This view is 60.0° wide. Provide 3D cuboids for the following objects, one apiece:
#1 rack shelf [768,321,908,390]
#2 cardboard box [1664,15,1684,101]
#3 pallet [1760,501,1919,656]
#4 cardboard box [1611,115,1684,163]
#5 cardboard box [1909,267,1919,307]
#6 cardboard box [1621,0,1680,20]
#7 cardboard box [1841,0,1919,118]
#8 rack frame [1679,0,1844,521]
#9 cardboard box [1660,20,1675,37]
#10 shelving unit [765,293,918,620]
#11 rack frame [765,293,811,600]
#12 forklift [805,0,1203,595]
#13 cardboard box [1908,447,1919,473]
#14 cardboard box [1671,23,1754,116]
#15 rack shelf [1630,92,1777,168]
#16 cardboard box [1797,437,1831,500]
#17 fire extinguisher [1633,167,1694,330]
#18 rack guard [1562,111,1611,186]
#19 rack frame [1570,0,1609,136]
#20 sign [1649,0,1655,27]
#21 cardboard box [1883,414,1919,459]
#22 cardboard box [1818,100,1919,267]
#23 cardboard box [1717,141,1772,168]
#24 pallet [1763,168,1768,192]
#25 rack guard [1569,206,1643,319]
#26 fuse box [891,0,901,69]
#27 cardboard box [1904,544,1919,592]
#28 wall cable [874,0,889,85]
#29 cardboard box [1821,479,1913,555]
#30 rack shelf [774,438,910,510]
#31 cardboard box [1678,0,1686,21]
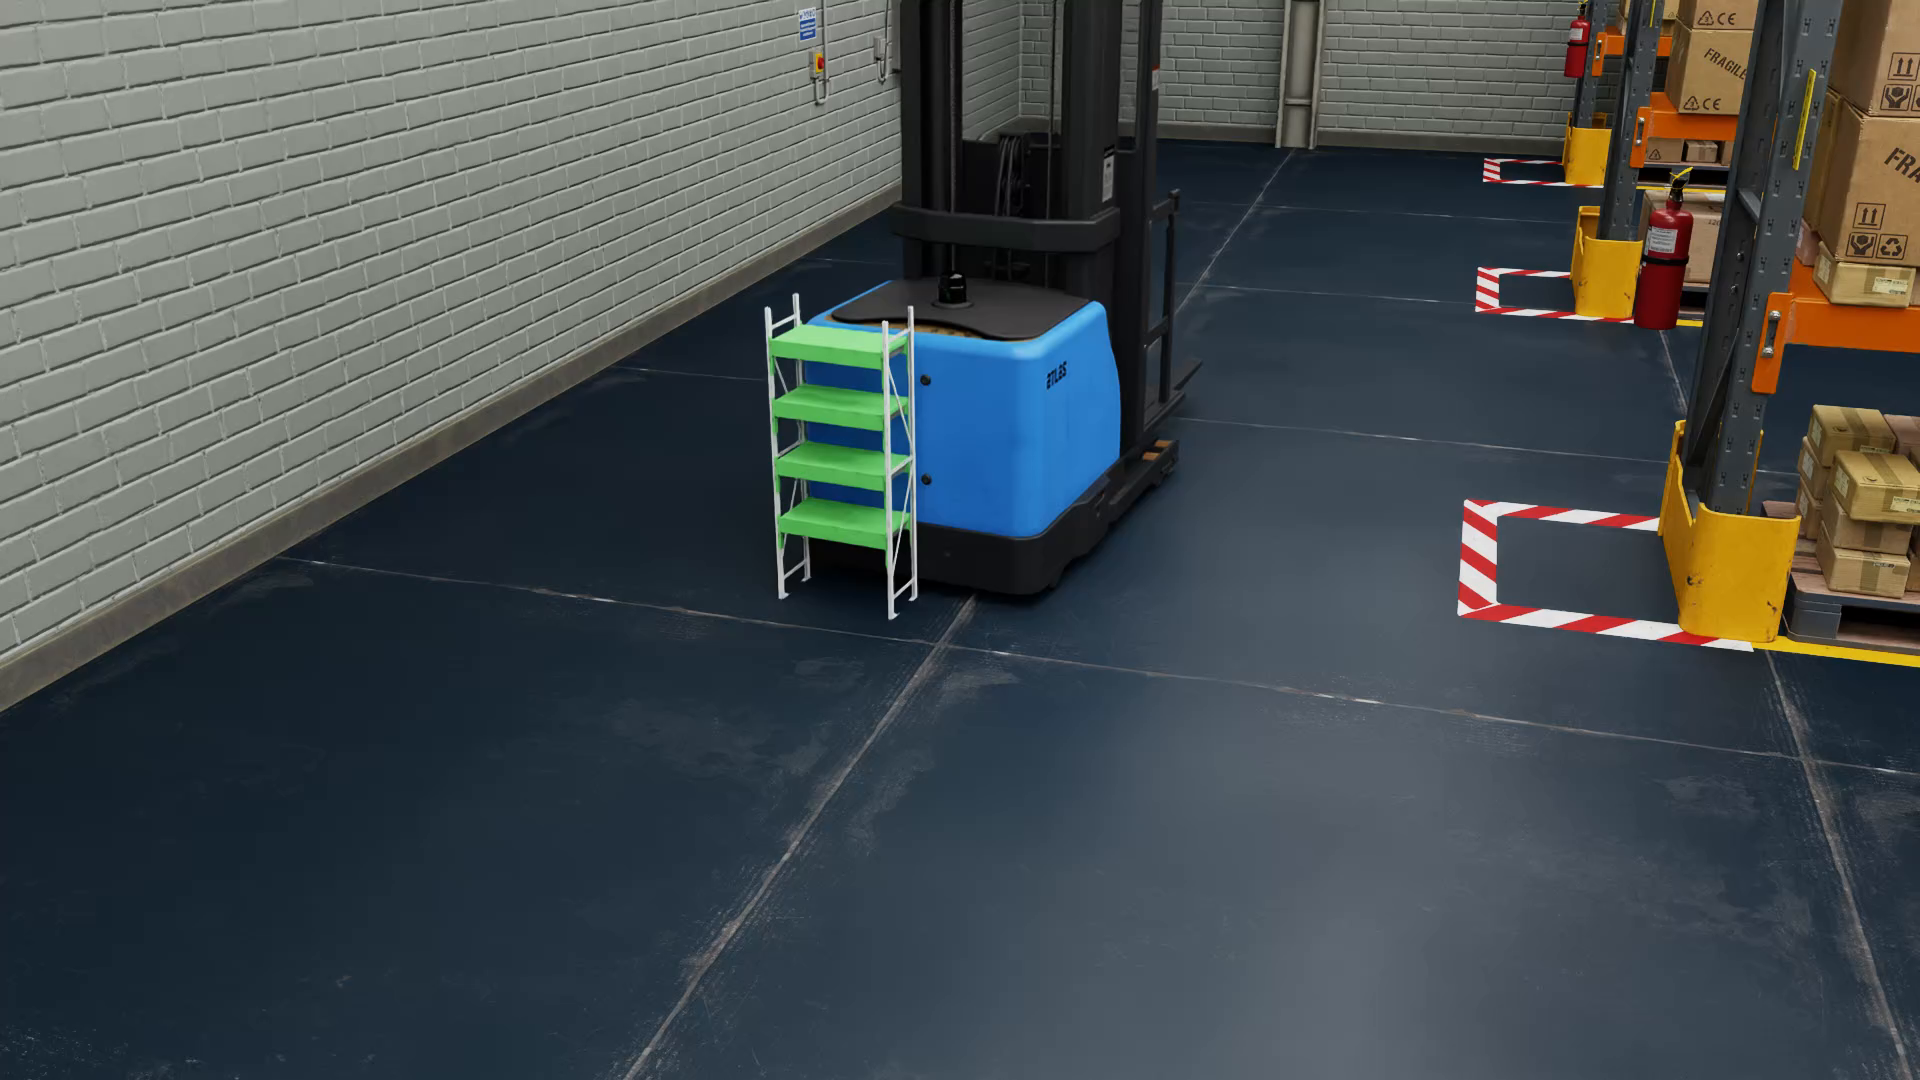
[{"bbox_3d":[-0.453,-0.703,6.304,0.480,0.148,0.258,9,25,22],"label":"rack shelf"},{"bbox_3d":[4.904,-3.128,10.812,0.500,0.500,0.500,7,23,16],"label":"cardboard box"},{"bbox_3d":[3.873,0.171,6.574,1.213,0.211,1.003,7,23,16],"label":"pallet"},{"bbox_3d":[6.354,-3.780,15.269,0.637,0.503,0.797,6,23,13],"label":"cardboard box"},{"bbox_3d":[3.504,-0.945,5.953,0.250,0.149,0.380,7,23,17],"label":"cardboard box"},{"bbox_3d":[6.152,-4.763,14.735,0.500,0.250,0.500,7,23,16],"label":"cardboard box"},{"bbox_3d":[3.386,-1.730,5.693,0.500,0.500,0.500,6,23,15],"label":"cardboard box"},{"bbox_3d":[3.033,-1.229,6.314,0.127,3.000,1.000,7,23,16],"label":"rack frame"},{"bbox_3d":[6.288,-4.579,14.813,0.250,0.149,0.380,7,23,17],"label":"cardboard box"},{"bbox_3d":[-0.451,-0.319,6.465,0.503,1.200,0.258,9,25,22],"label":"shelving unit"},{"bbox_3d":[-0.675,-0.356,6.554,0.015,1.200,0.240,9,25,22],"label":"rack frame"},{"bbox_3d":[0.415,-1.666,7.468,1.130,2.935,3.031,9,24,22],"label":"forklift"},{"bbox_3d":[3.735,-0.212,6.254,0.250,0.149,0.380,7,23,16],"label":"cardboard box"},{"bbox_3d":[4.742,-2.928,10.324,0.500,0.500,0.500,6,23,15],"label":"cardboard box"},{"bbox_3d":[6.280,-2.487,10.327,4.000,0.370,1.077,7,23,16],"label":"rack shelf"},{"bbox_3d":[3.620,-0.288,6.830,0.250,0.149,0.380,6,23,14],"label":"cardboard box"},{"bbox_3d":[2.925,-1.216,6.875,0.183,0.674,0.296,7,23,16],"label":"fire extinguisher"},{"bbox_3d":[5.869,-3.678,15.577,0.348,0.500,1.175,7,23,16],"label":"rack guard"},{"bbox_3d":[5.796,-4.842,15.123,0.127,3.000,1.000,7,23,16],"label":"rack frame"},{"bbox_3d":[4.200,-3.275,10.056,0.005,0.325,0.100,7,23,16],"label":"sign"},{"bbox_3d":[3.837,-0.365,6.627,0.250,0.149,0.380,7,23,17],"label":"cardboard box"},{"bbox_3d":[3.383,-1.263,5.874,0.500,0.500,0.500,8,24,18],"label":"cardboard box"},{"bbox_3d":[7.161,-3.671,15.007,0.500,0.500,0.700,8,23,18],"label":"cardboard box"},{"bbox_3d":[7.796,-3.322,15.092,1.213,0.211,1.003,7,23,16],"label":"pallet"},{"bbox_3d":[4.343,-1.885,11.206,0.348,0.500,1.175,7,23,16],"label":"rack guard"},{"bbox_3d":[-0.293,-3.799,14.278,0.414,1.711,0.539,7,23,16],"label":"fuse box"},{"bbox_3d":[3.716,0.068,6.354,0.250,0.149,0.380,6,23,15],"label":"cardboard box"},{"bbox_3d":[-0.641,-4.635,13.278,0.122,1.984,0.588,7,23,16],"label":"wall cable"},{"bbox_3d":[3.460,-0.091,6.351,0.250,0.149,0.380,8,23,18],"label":"cardboard box"},{"bbox_3d":[-0.451,-0.260,6.489,0.480,0.148,0.258,9,25,22],"label":"rack shelf"},{"bbox_3d":[4.896,-3.581,10.599,0.500,0.500,0.500,7,23,17],"label":"cardboard box"}]
